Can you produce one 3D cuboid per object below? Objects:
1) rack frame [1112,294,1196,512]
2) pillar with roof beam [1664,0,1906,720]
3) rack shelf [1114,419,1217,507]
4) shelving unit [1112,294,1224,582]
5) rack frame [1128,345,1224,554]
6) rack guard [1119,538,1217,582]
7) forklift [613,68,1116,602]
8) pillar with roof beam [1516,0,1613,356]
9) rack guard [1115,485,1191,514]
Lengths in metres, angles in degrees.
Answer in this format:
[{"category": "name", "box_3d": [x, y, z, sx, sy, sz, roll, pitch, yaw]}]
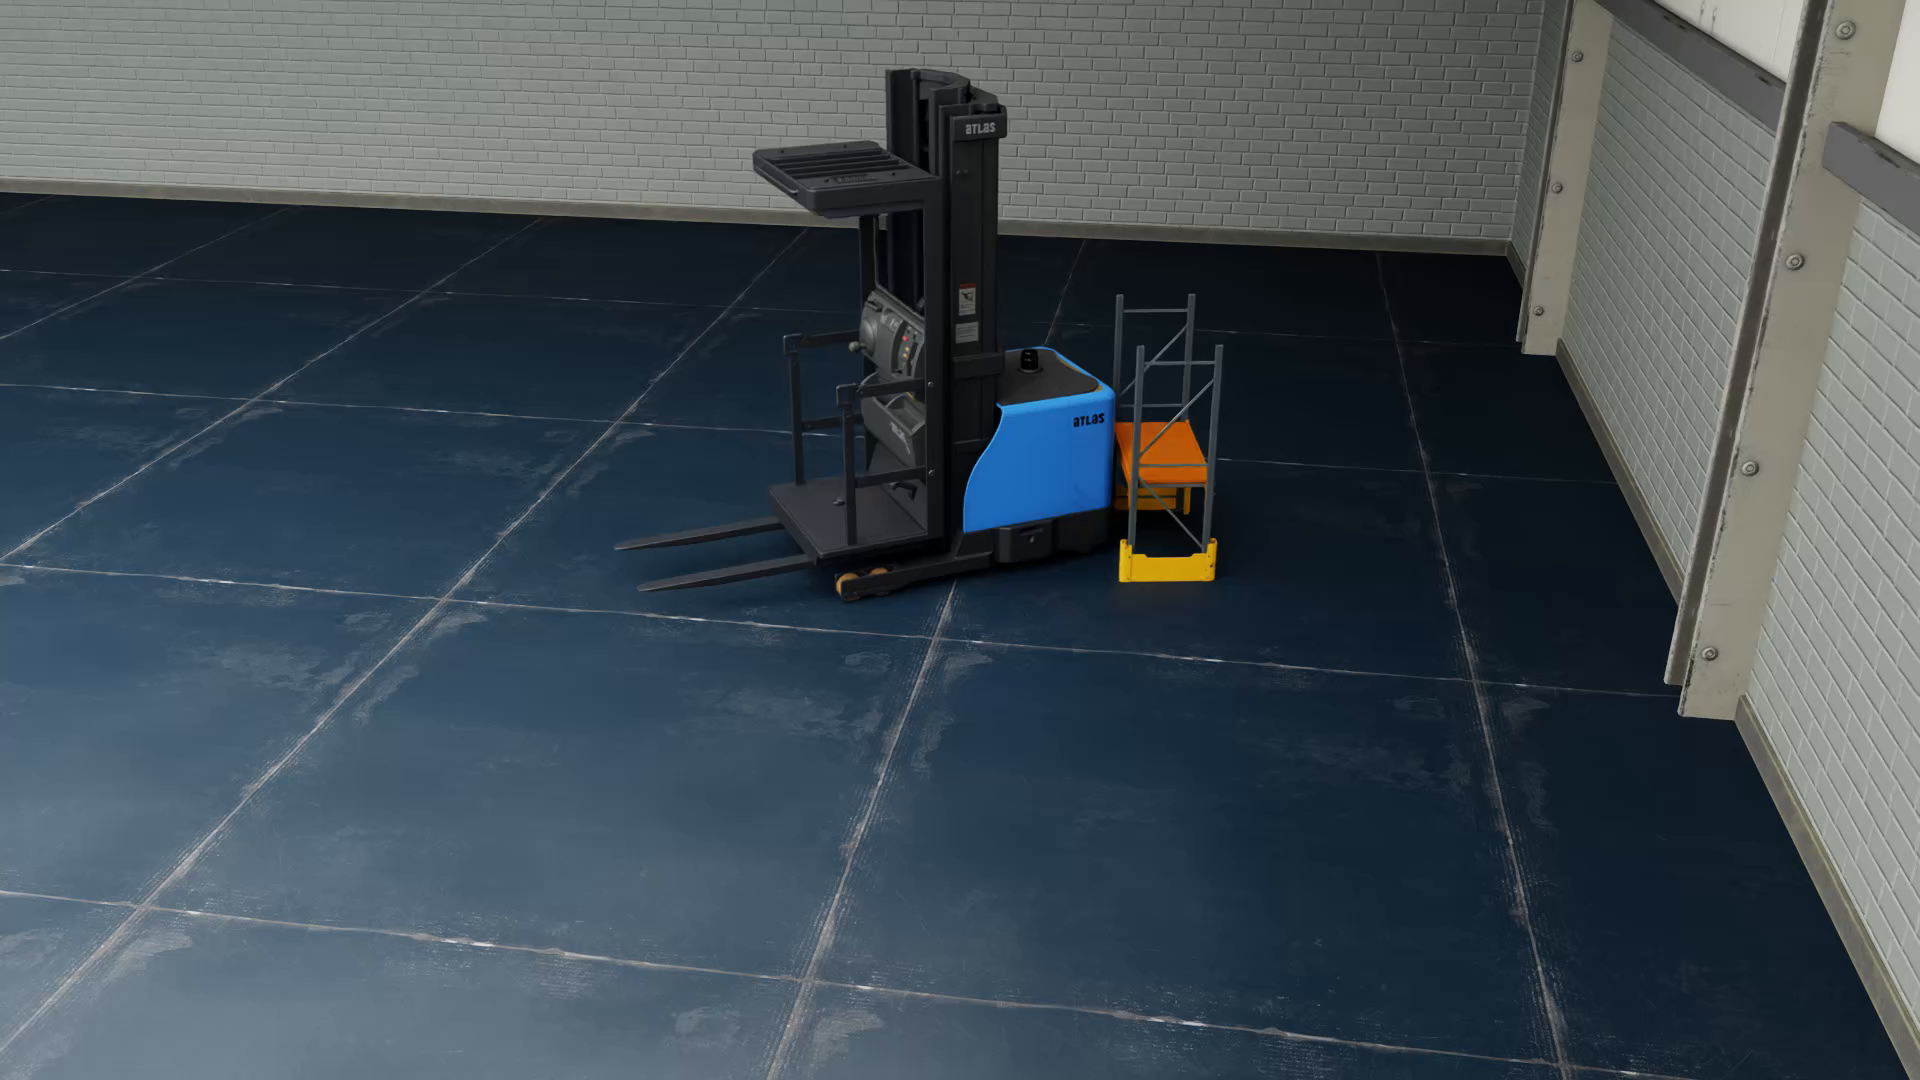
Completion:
[{"category": "rack frame", "box_3d": [1.243, -0.874, 10.847, 0.500, 1.500, 0.032, -1, 25, -2]}, {"category": "pillar with roof beam", "box_3d": [-0.267, -3.519, 7.653, 9.100, 9.000, 0.400, 4, 25, 9]}, {"category": "rack shelf", "box_3d": [1.259, -0.495, 10.463, 0.538, 0.185, 1.000, -1, 25, -2]}, {"category": "shelving unit", "box_3d": [1.259, -0.654, 10.379, 0.587, 1.500, 1.083, -1, 25, -2]}, {"category": "rack frame", "box_3d": [1.274, -0.443, 9.927, 0.500, 1.500, 0.032, -1, 25, -2]}, {"category": "rack guard", "box_3d": [1.274, 0.123, 10.193, 0.587, 0.250, 0.087, -1, 25, -2]}, {"category": "forklift", "box_3d": [-0.593, -1.213, 9.883, 3.031, 2.935, 1.130, -10, 27, -21]}, {"category": "pillar with roof beam", "box_3d": [0.713, -6.028, 13.014, 9.100, 9.000, 0.400, 4, 25, 9]}, {"category": "rack guard", "box_3d": [1.244, -0.299, 11.095, 0.587, 0.250, 0.087, -1, 25, -2]}]
